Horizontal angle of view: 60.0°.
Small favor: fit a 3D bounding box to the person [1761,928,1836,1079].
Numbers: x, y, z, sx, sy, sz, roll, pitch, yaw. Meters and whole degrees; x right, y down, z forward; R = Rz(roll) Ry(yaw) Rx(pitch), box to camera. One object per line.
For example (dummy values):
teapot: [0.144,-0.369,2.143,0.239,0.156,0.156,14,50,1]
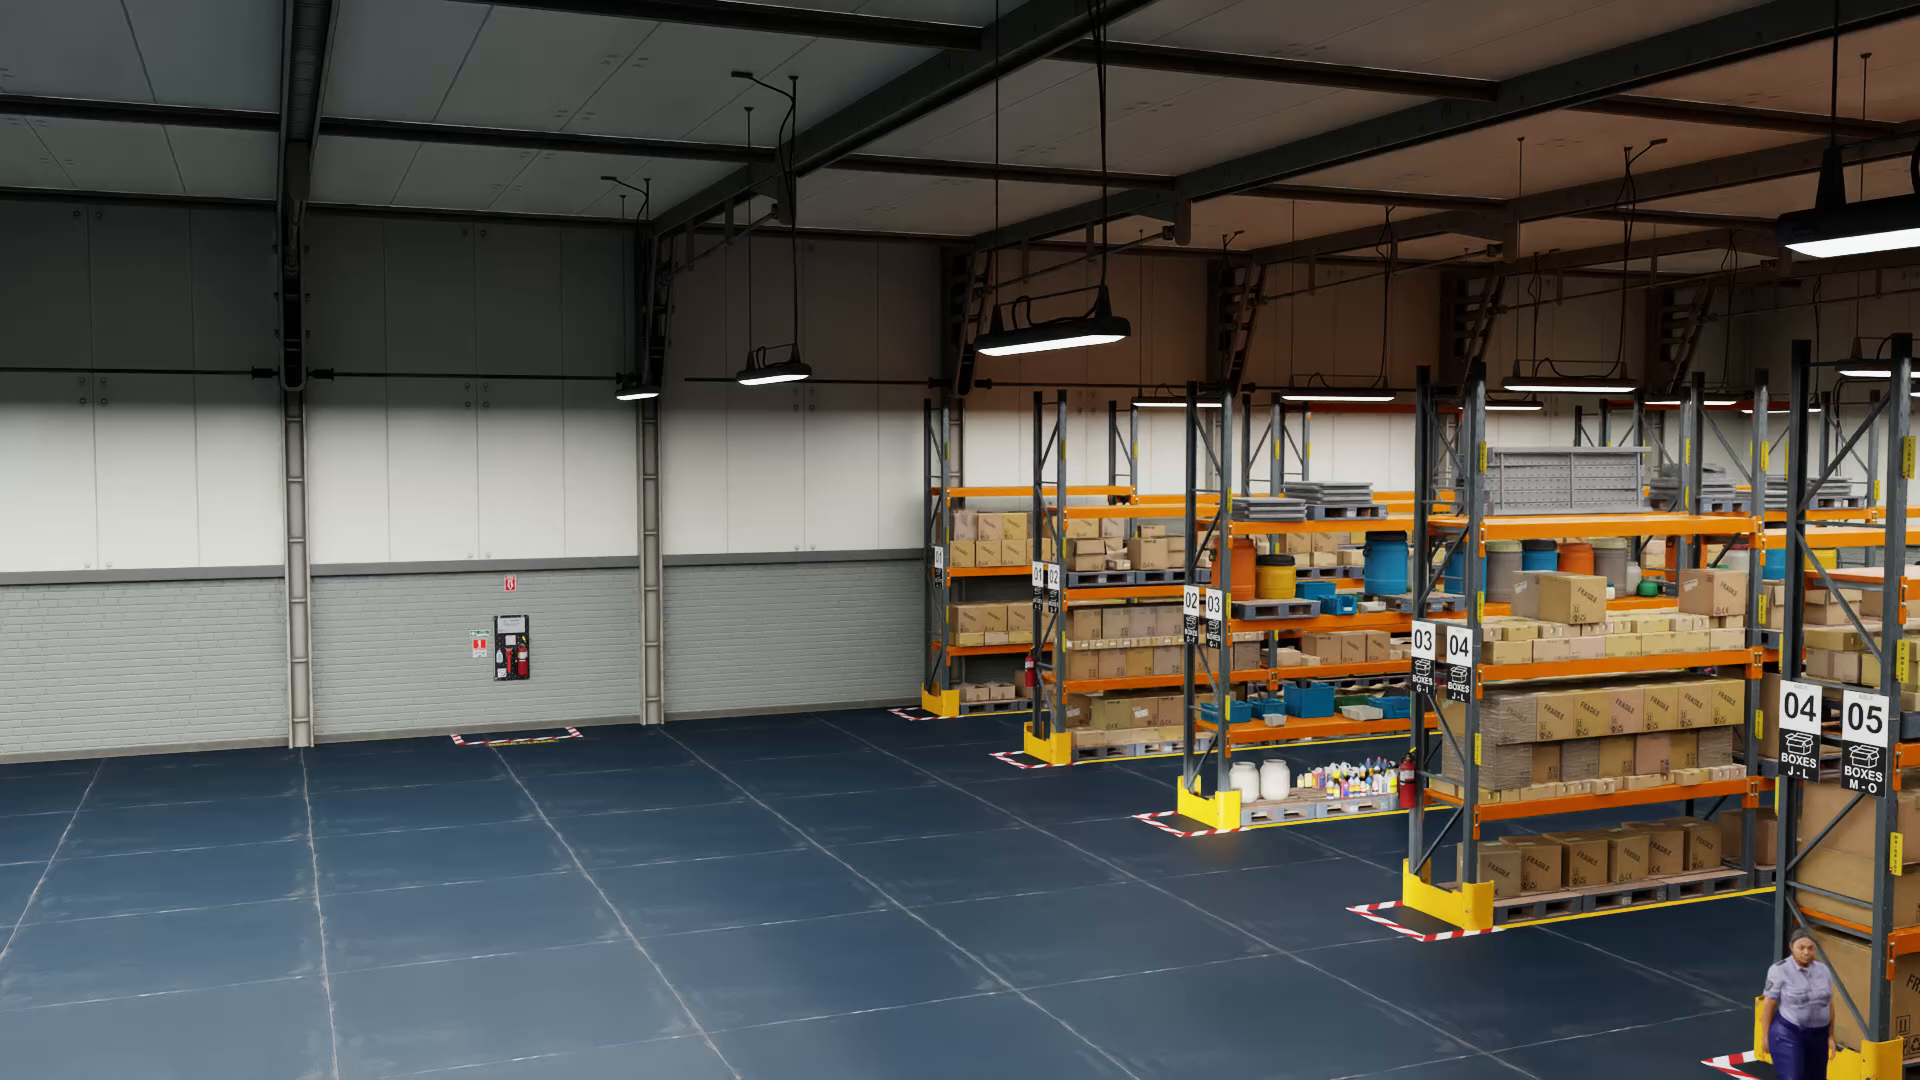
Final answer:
person: [6.113,3.627,12.137,0.494,1.634,0.763,0,3,-6]
